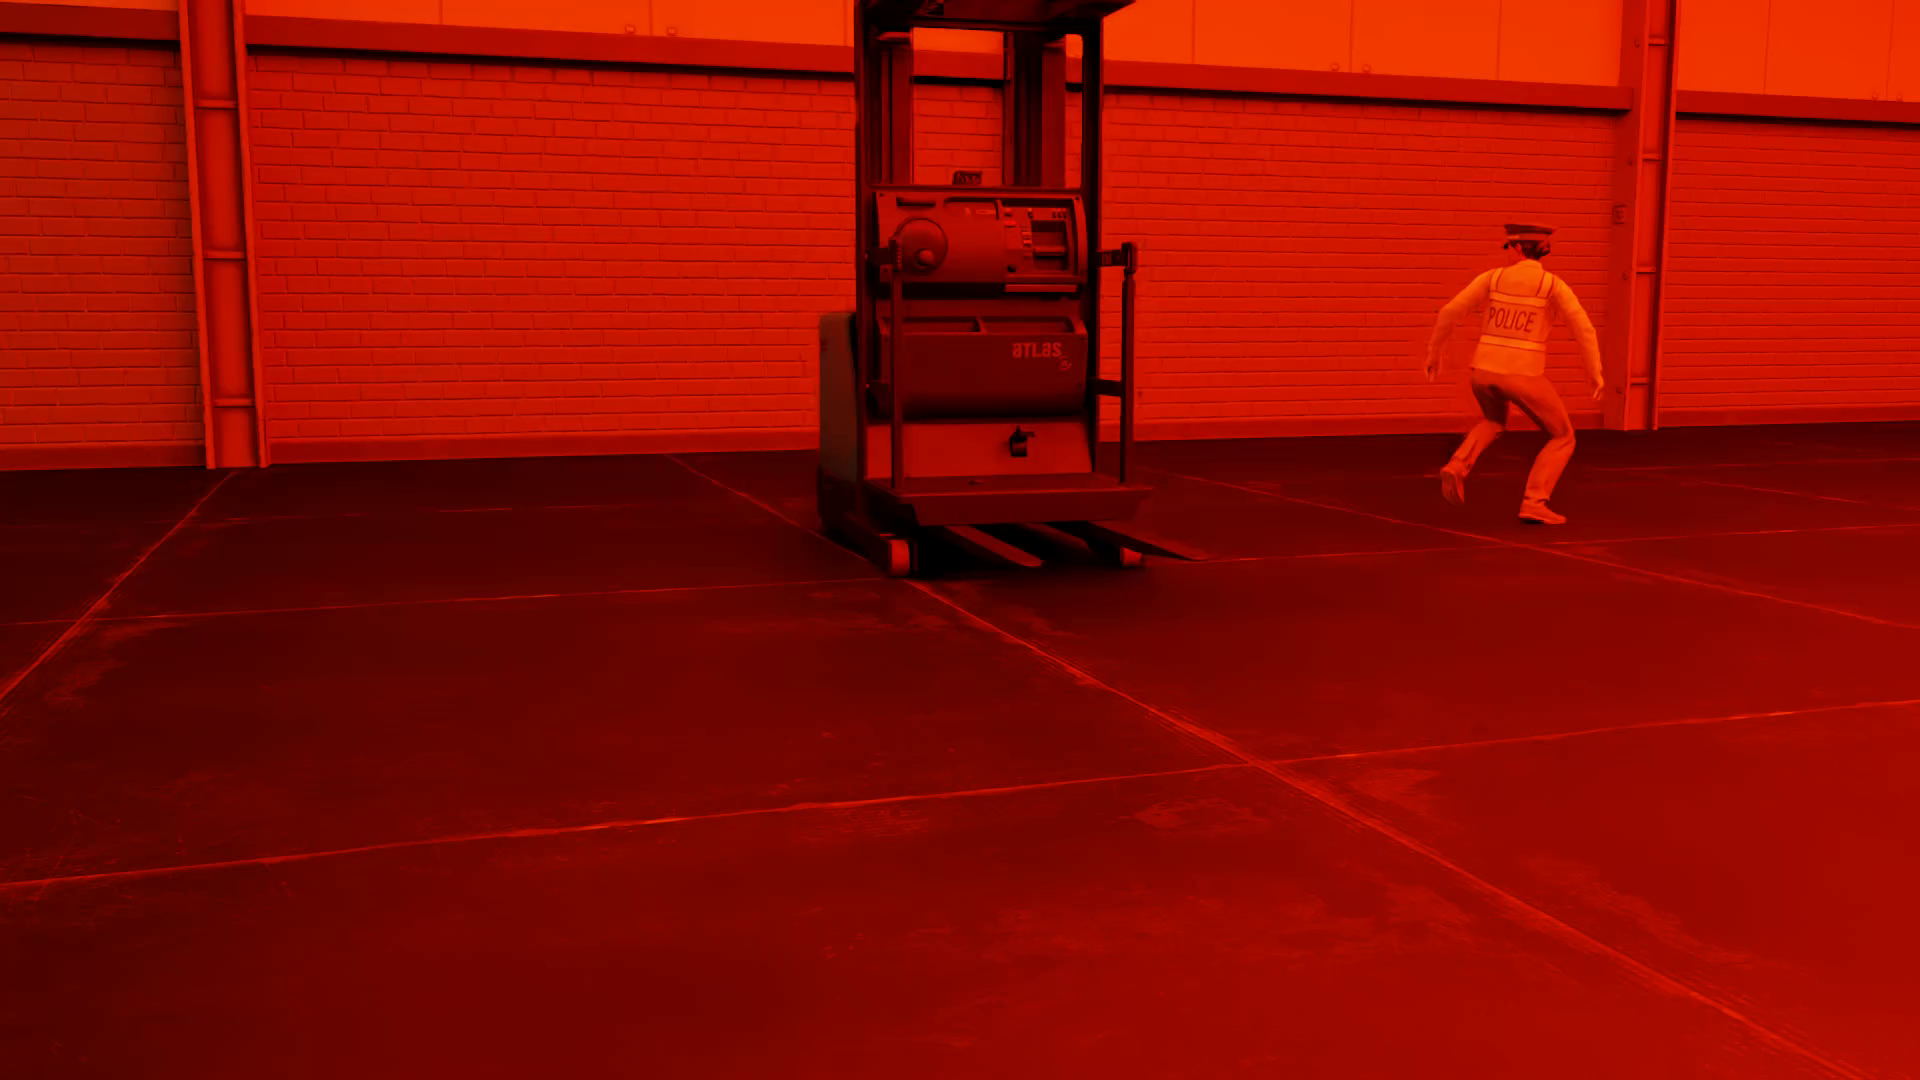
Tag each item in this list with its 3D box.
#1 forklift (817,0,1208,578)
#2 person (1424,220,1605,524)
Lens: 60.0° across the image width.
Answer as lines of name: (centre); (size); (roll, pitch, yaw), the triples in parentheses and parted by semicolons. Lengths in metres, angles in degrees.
forklift: (0.153, -1.353, 6.994); (1.130, 2.935, 3.031); (-2, 8, -15)
person: (2.868, -0.865, 8.630); (0.516, 1.561, 0.804); (-7, 11, -43)
